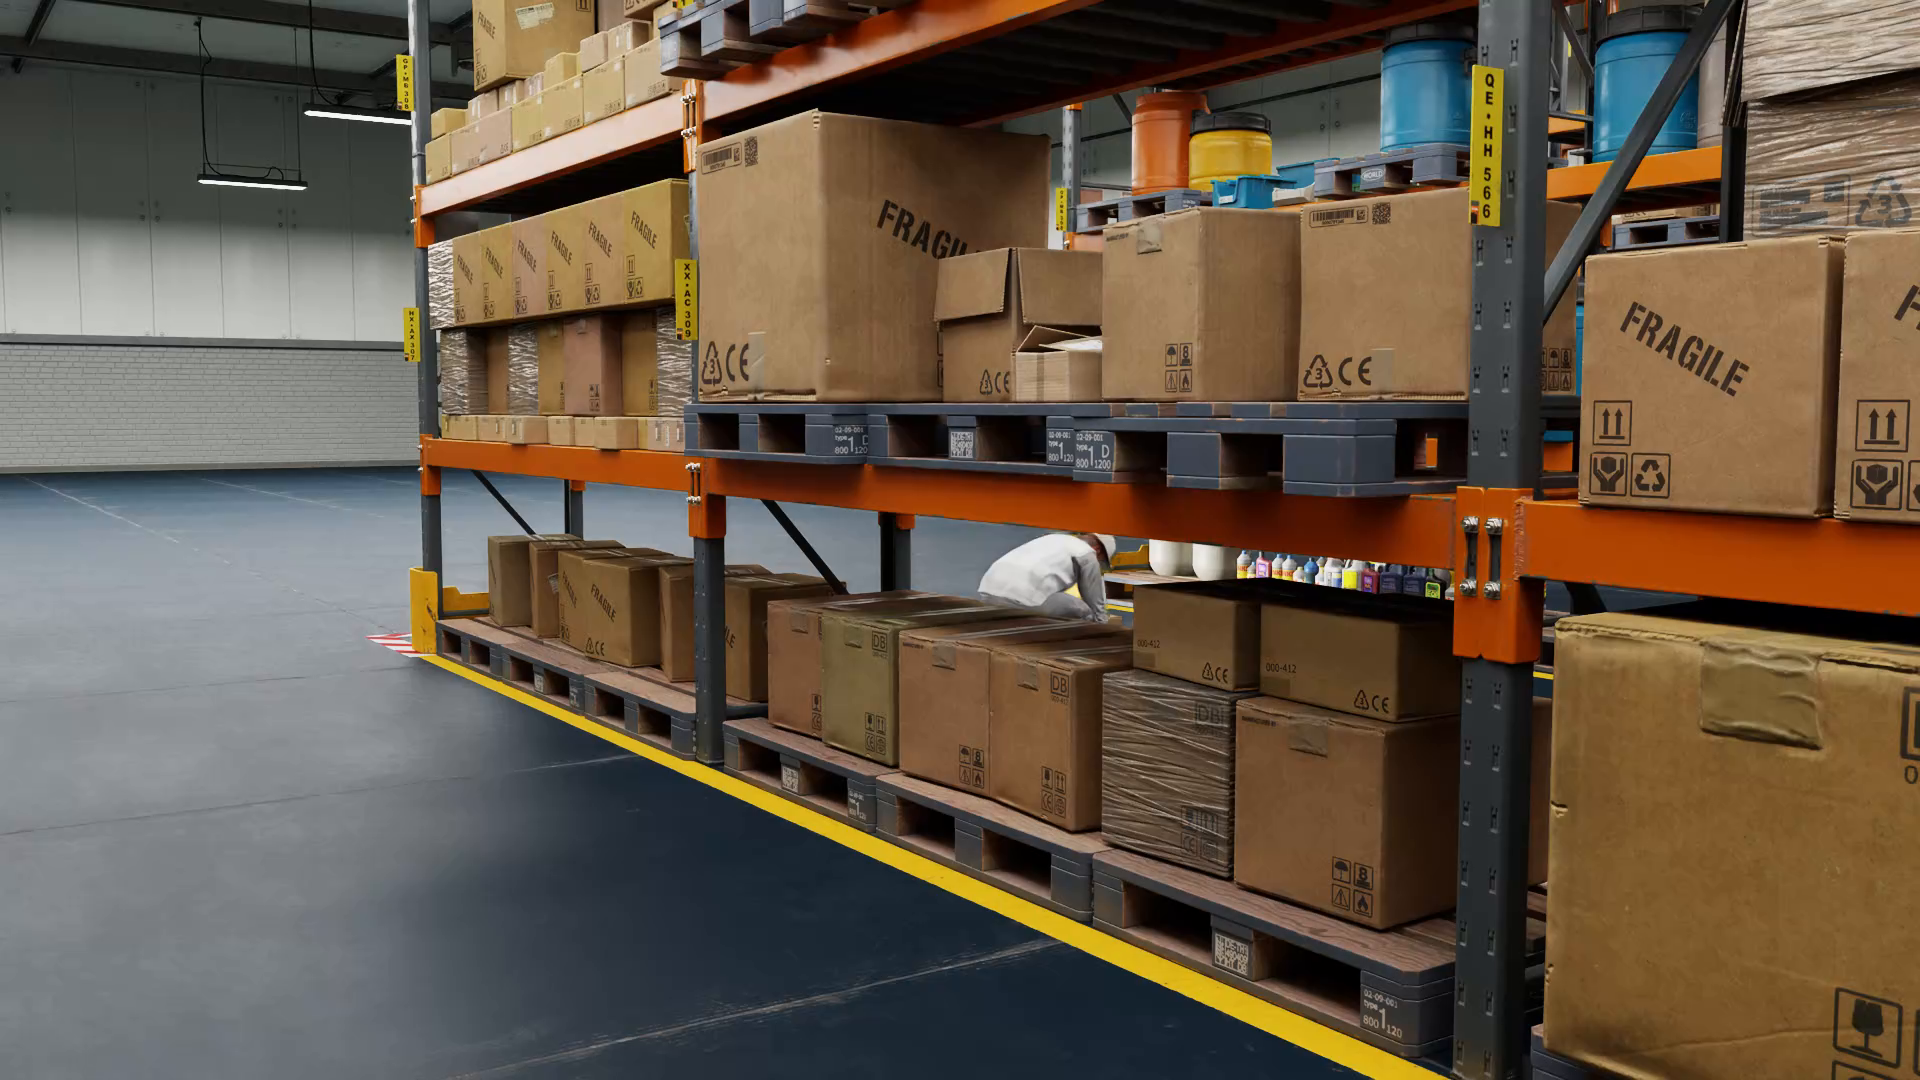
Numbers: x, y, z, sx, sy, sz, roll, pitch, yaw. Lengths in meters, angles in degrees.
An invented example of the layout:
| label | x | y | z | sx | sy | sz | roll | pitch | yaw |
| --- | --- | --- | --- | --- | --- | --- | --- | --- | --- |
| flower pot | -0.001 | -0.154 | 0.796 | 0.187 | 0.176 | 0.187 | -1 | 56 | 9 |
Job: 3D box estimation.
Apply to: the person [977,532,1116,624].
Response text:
| label | x | y | z | sx | sy | sz | roll | pitch | yaw |
| --- | --- | --- | --- | --- | --- | --- | --- | --- | --- |
| person | 0.555 | 0.361 | 9.774 | 0.954 | 0.860 | 0.526 | -3 | 6 | -34 |
